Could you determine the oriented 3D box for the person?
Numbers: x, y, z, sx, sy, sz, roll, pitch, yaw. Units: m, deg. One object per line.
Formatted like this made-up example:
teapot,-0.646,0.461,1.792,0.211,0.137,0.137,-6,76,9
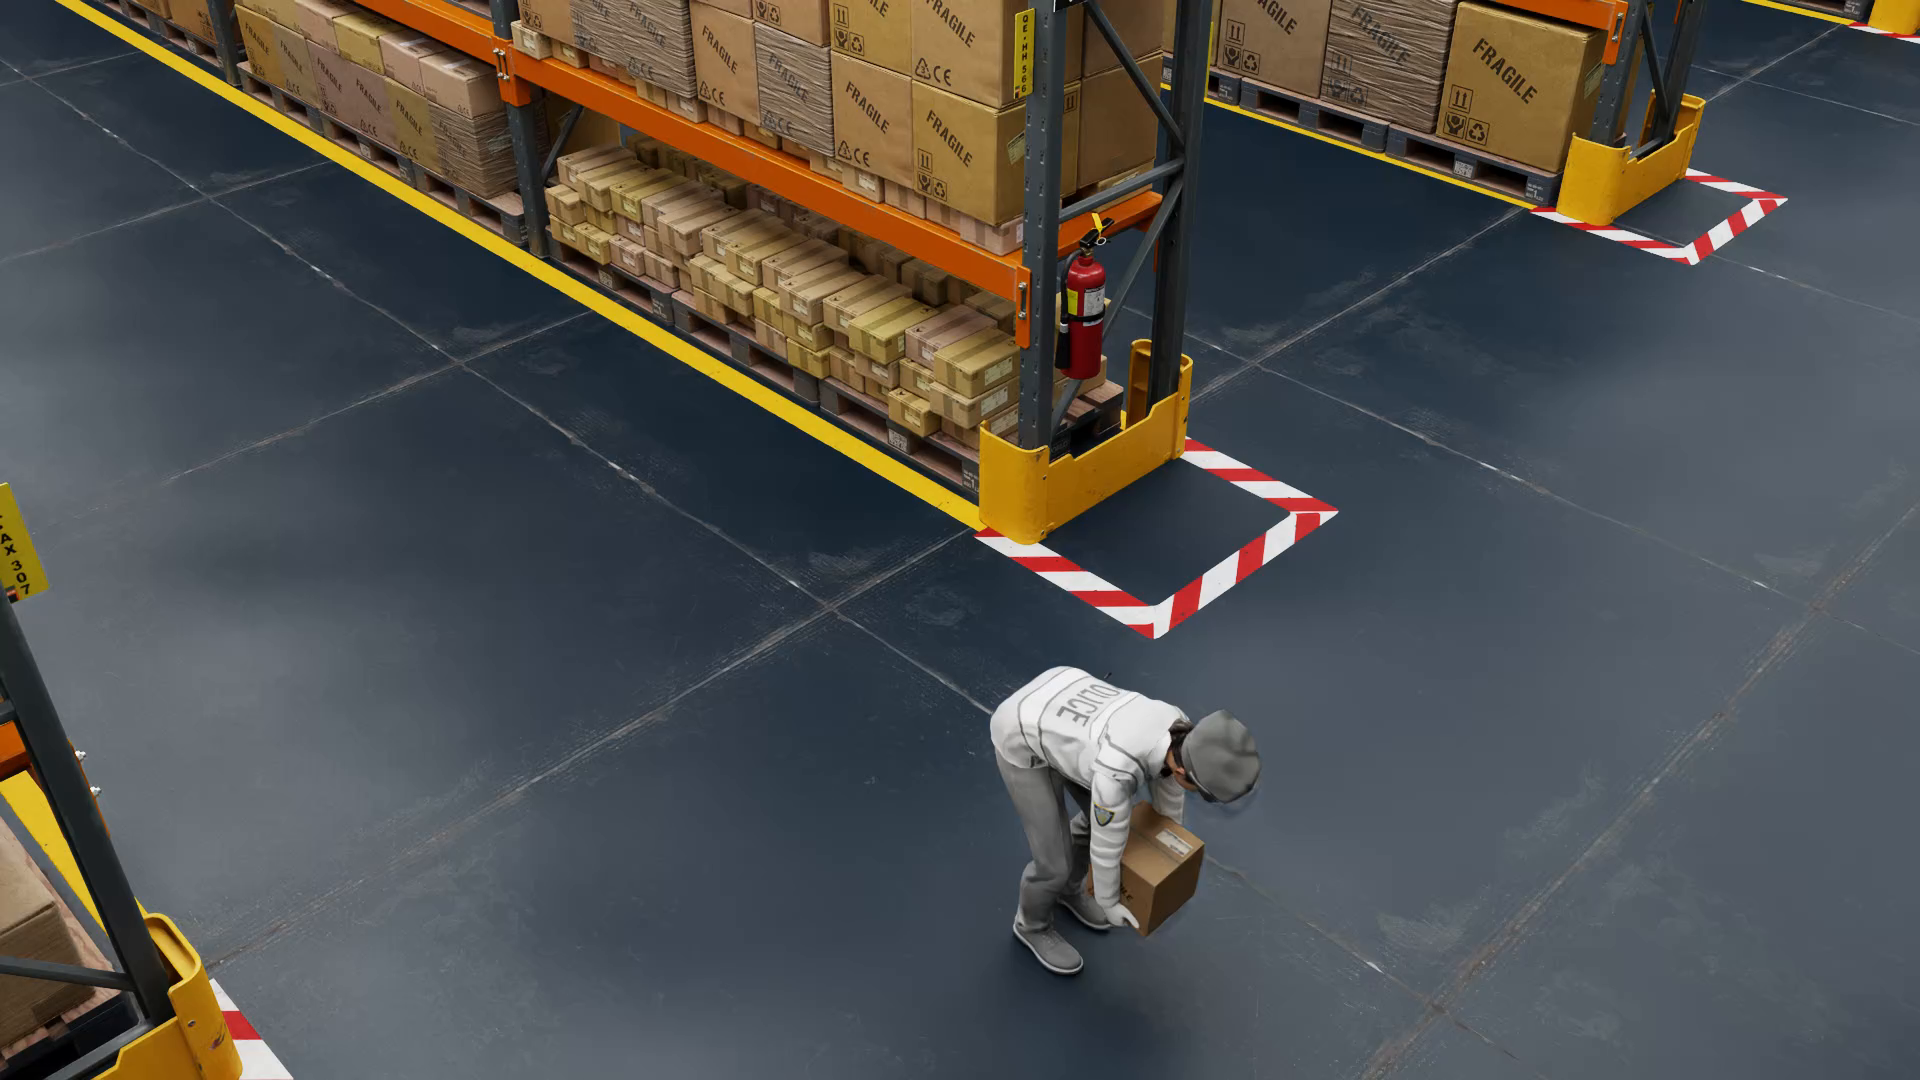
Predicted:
person,0.496,0.907,5.242,0.906,1.251,0.402,29,45,34
